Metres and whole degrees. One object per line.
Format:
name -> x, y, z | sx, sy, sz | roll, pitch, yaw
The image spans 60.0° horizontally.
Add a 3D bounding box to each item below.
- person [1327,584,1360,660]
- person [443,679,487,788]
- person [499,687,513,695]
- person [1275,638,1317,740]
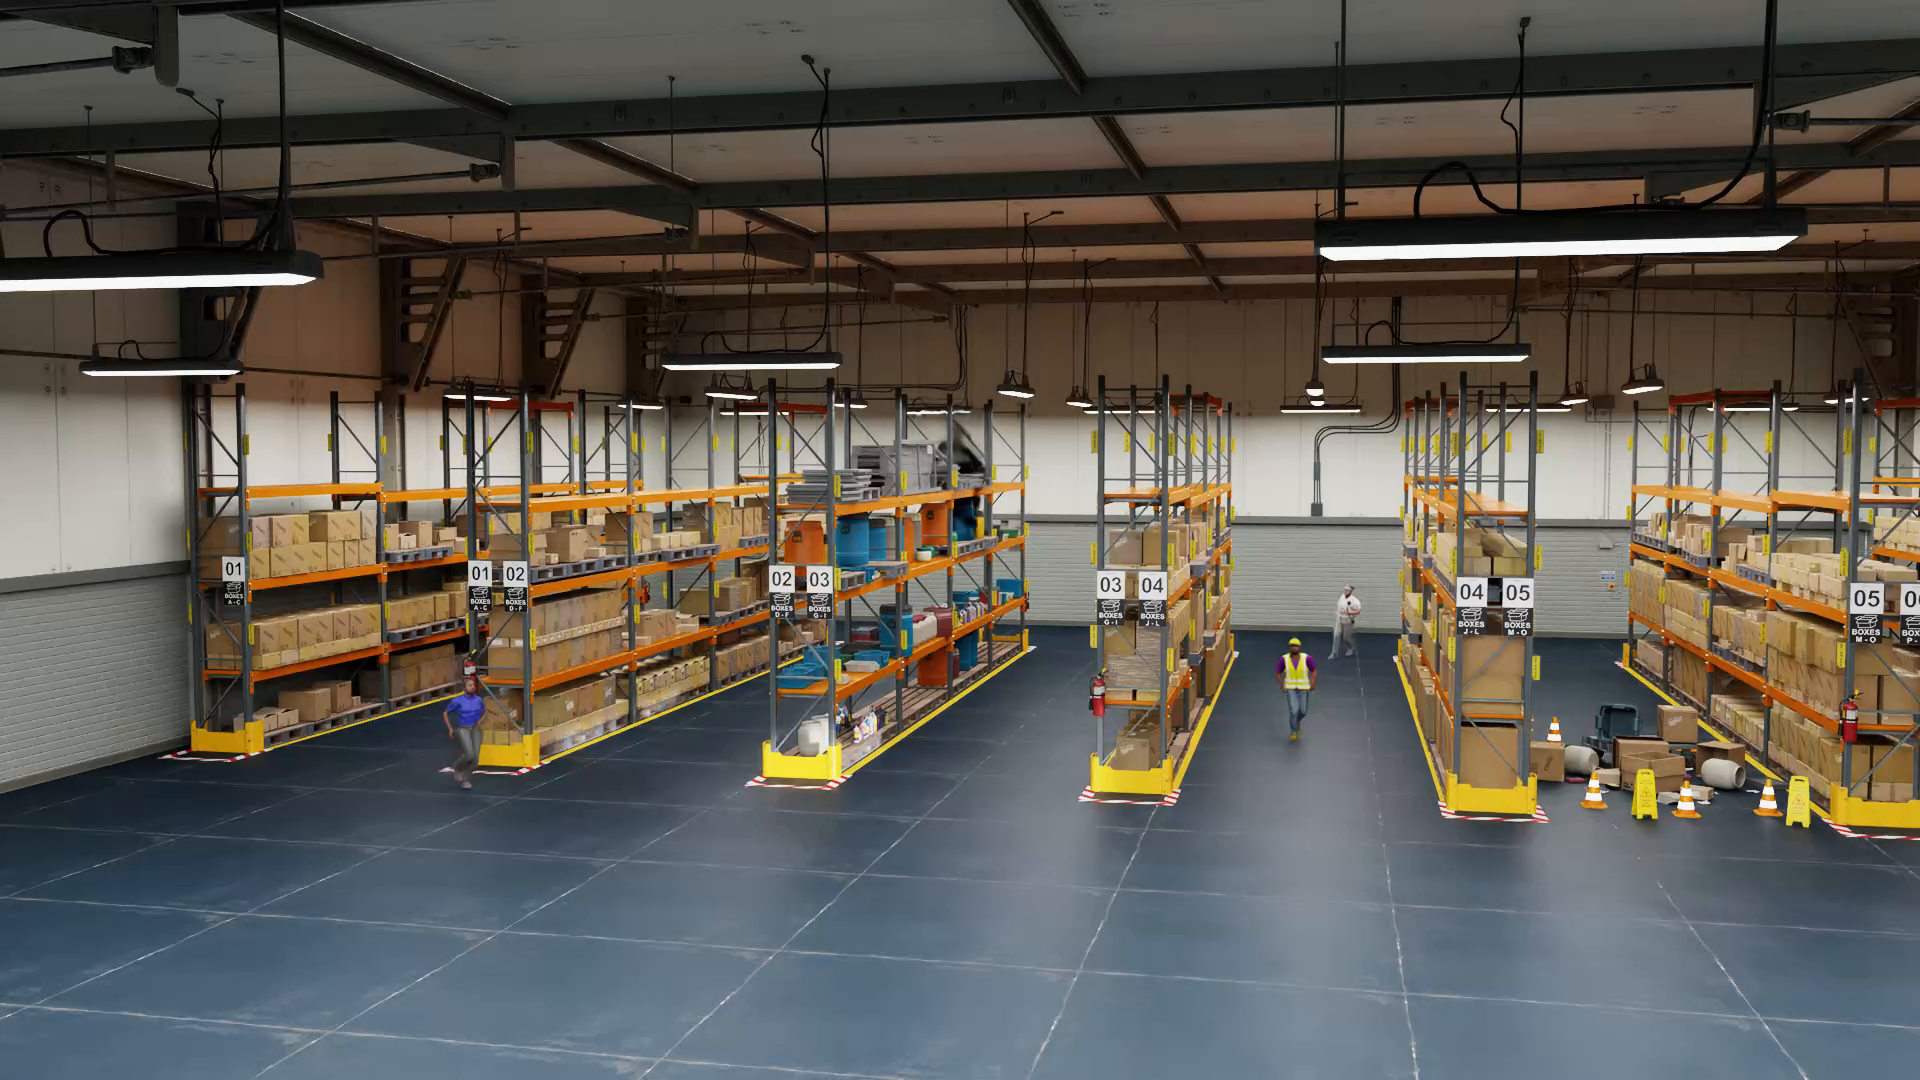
person -> 9.083, 1.918, 38.911 | 0.912, 1.780, 0.690 | -3, 4, -42
person -> -7.133, 2.818, 24.181 | 0.527, 1.592, 0.576 | 3, 4, 43
person -> -8.089, 2.390, 30.025 | 0.694, 1.822, 0.876 | 0, 3, 8
person -> 5.708, 2.529, 28.259 | 0.698, 1.729, 0.546 | 1, 3, 9
